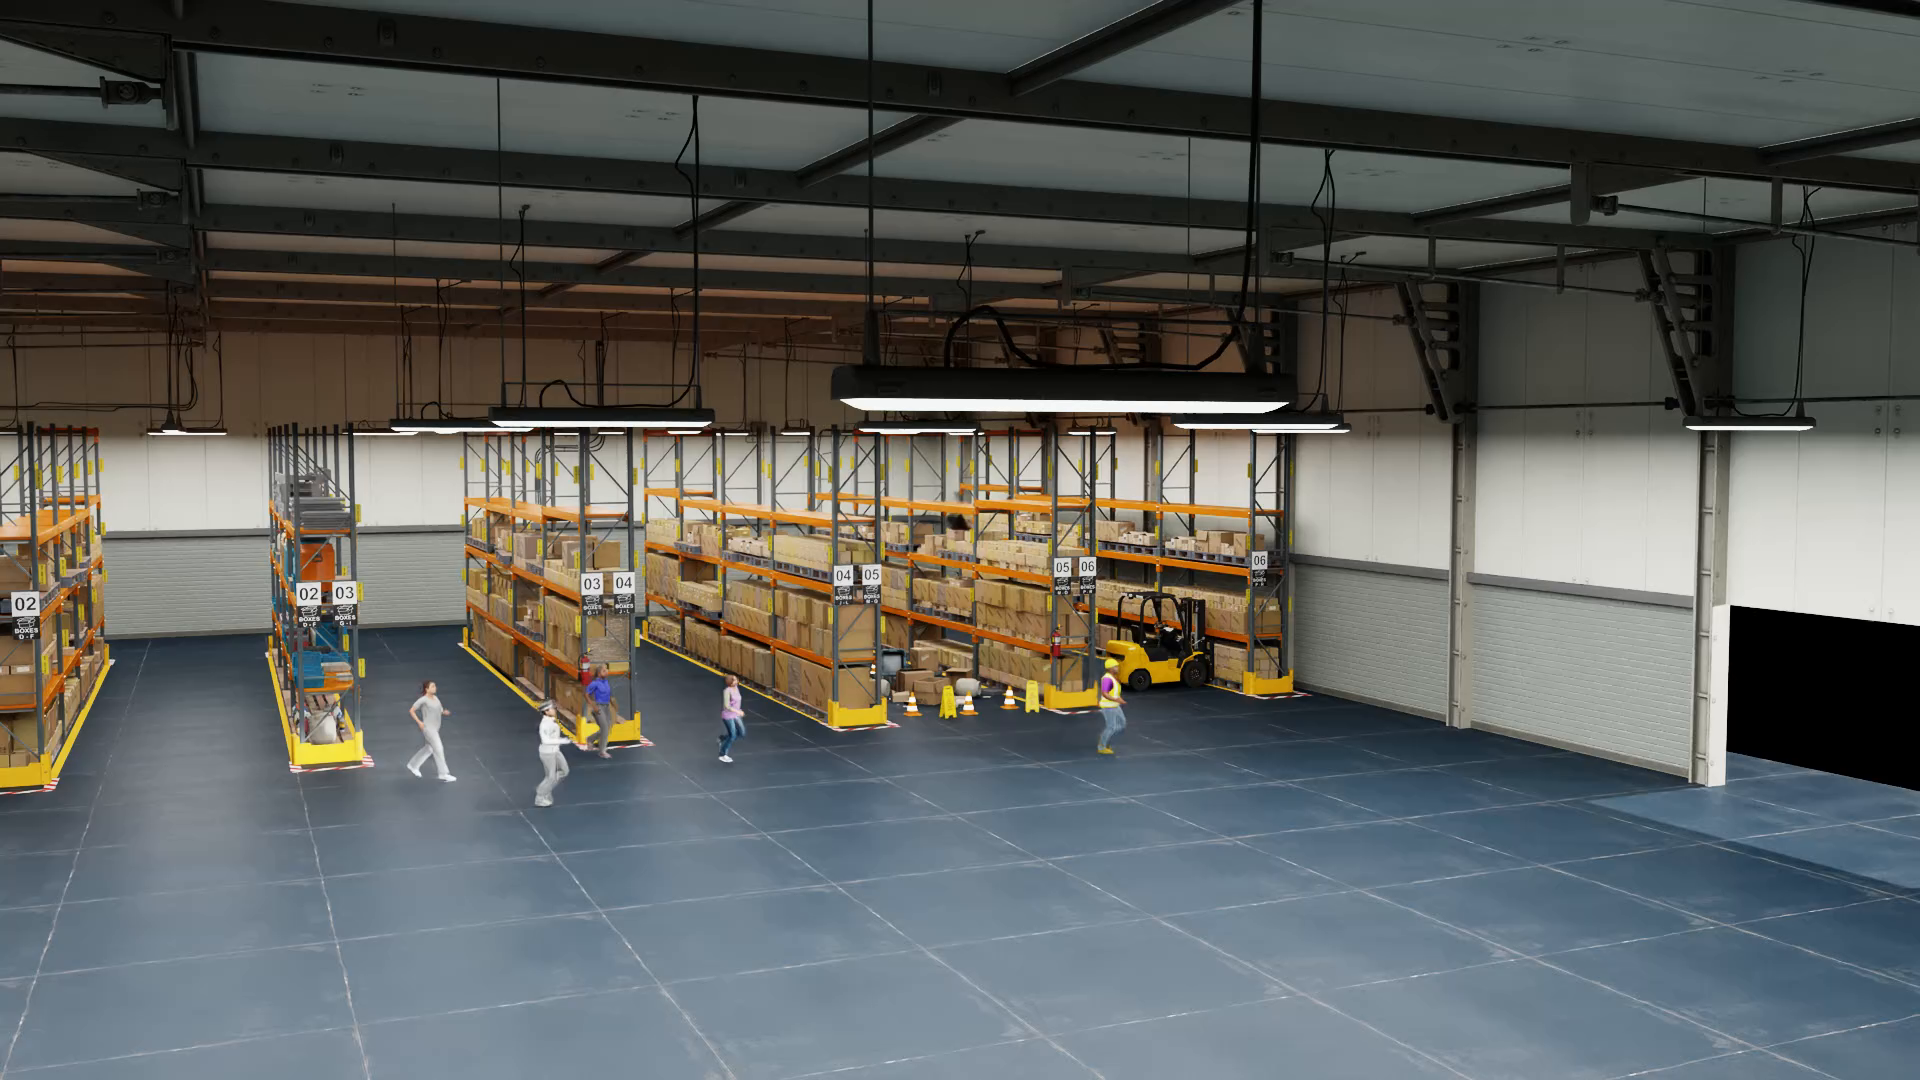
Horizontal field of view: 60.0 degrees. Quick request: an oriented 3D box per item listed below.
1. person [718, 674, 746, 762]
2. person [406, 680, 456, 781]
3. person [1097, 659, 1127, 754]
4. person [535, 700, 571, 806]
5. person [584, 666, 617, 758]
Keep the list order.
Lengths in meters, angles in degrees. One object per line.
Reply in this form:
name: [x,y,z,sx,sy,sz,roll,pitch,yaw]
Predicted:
person: [-4.034,3.150,29.504,0.602,1.558,0.566,1,4,19]
person: [-8.815,3.161,27.728,0.910,1.663,0.566,1,4,12]
person: [2.769,3.010,30.080,0.587,1.724,0.701,1,4,21]
person: [-6.321,3.298,25.865,0.599,1.656,0.591,0,3,0]
person: [-6.473,3.102,30.028,0.579,1.613,0.621,2,4,25]
